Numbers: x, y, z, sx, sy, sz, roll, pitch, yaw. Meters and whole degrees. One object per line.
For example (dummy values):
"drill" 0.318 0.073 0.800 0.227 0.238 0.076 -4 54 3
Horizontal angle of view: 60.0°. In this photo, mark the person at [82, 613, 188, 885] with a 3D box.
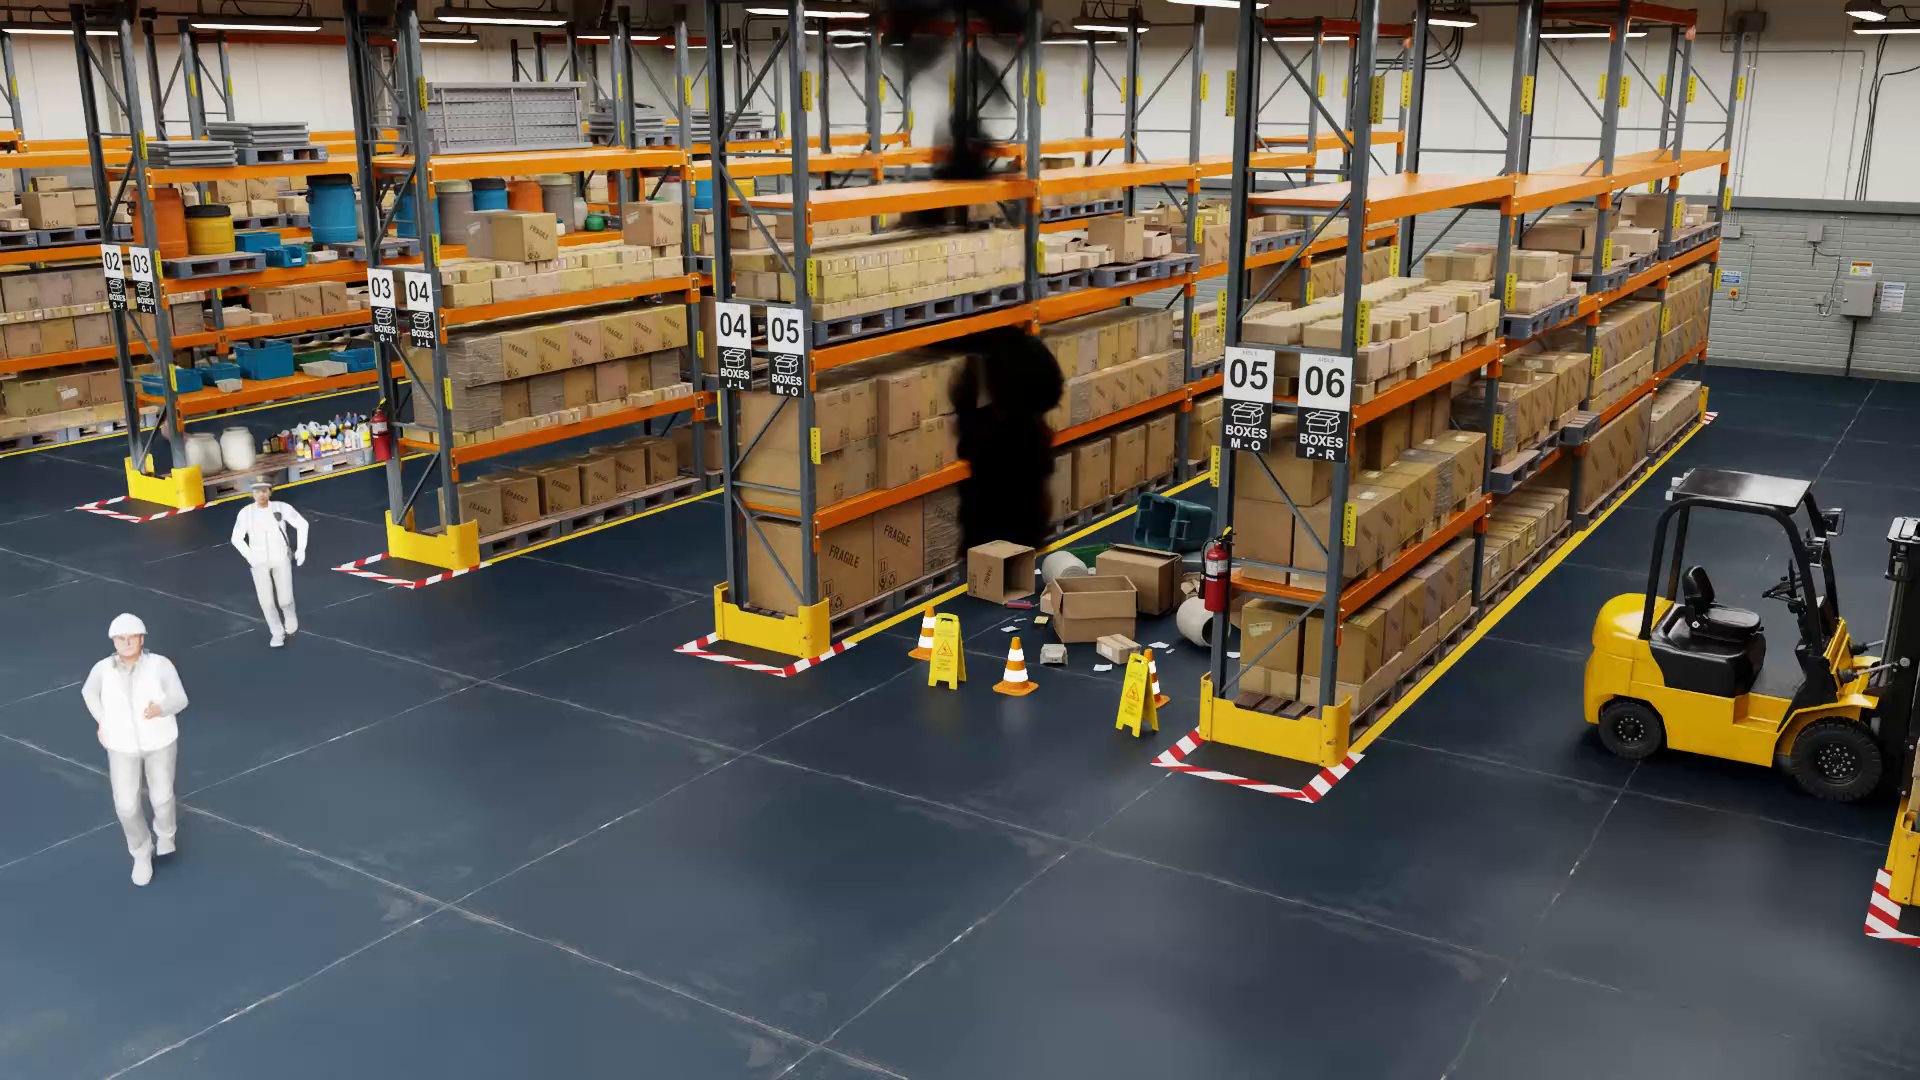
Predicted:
"person" -5.416 1.377 10.999 0.636 1.820 0.710 -7 17 -23

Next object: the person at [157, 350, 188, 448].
"person" -10.747 -1.810 22.661 0.606 1.630 0.544 9 18 30

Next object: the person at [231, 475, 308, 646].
"person" -6.380 0.191 15.431 0.663 1.649 0.569 -5 16 -18
